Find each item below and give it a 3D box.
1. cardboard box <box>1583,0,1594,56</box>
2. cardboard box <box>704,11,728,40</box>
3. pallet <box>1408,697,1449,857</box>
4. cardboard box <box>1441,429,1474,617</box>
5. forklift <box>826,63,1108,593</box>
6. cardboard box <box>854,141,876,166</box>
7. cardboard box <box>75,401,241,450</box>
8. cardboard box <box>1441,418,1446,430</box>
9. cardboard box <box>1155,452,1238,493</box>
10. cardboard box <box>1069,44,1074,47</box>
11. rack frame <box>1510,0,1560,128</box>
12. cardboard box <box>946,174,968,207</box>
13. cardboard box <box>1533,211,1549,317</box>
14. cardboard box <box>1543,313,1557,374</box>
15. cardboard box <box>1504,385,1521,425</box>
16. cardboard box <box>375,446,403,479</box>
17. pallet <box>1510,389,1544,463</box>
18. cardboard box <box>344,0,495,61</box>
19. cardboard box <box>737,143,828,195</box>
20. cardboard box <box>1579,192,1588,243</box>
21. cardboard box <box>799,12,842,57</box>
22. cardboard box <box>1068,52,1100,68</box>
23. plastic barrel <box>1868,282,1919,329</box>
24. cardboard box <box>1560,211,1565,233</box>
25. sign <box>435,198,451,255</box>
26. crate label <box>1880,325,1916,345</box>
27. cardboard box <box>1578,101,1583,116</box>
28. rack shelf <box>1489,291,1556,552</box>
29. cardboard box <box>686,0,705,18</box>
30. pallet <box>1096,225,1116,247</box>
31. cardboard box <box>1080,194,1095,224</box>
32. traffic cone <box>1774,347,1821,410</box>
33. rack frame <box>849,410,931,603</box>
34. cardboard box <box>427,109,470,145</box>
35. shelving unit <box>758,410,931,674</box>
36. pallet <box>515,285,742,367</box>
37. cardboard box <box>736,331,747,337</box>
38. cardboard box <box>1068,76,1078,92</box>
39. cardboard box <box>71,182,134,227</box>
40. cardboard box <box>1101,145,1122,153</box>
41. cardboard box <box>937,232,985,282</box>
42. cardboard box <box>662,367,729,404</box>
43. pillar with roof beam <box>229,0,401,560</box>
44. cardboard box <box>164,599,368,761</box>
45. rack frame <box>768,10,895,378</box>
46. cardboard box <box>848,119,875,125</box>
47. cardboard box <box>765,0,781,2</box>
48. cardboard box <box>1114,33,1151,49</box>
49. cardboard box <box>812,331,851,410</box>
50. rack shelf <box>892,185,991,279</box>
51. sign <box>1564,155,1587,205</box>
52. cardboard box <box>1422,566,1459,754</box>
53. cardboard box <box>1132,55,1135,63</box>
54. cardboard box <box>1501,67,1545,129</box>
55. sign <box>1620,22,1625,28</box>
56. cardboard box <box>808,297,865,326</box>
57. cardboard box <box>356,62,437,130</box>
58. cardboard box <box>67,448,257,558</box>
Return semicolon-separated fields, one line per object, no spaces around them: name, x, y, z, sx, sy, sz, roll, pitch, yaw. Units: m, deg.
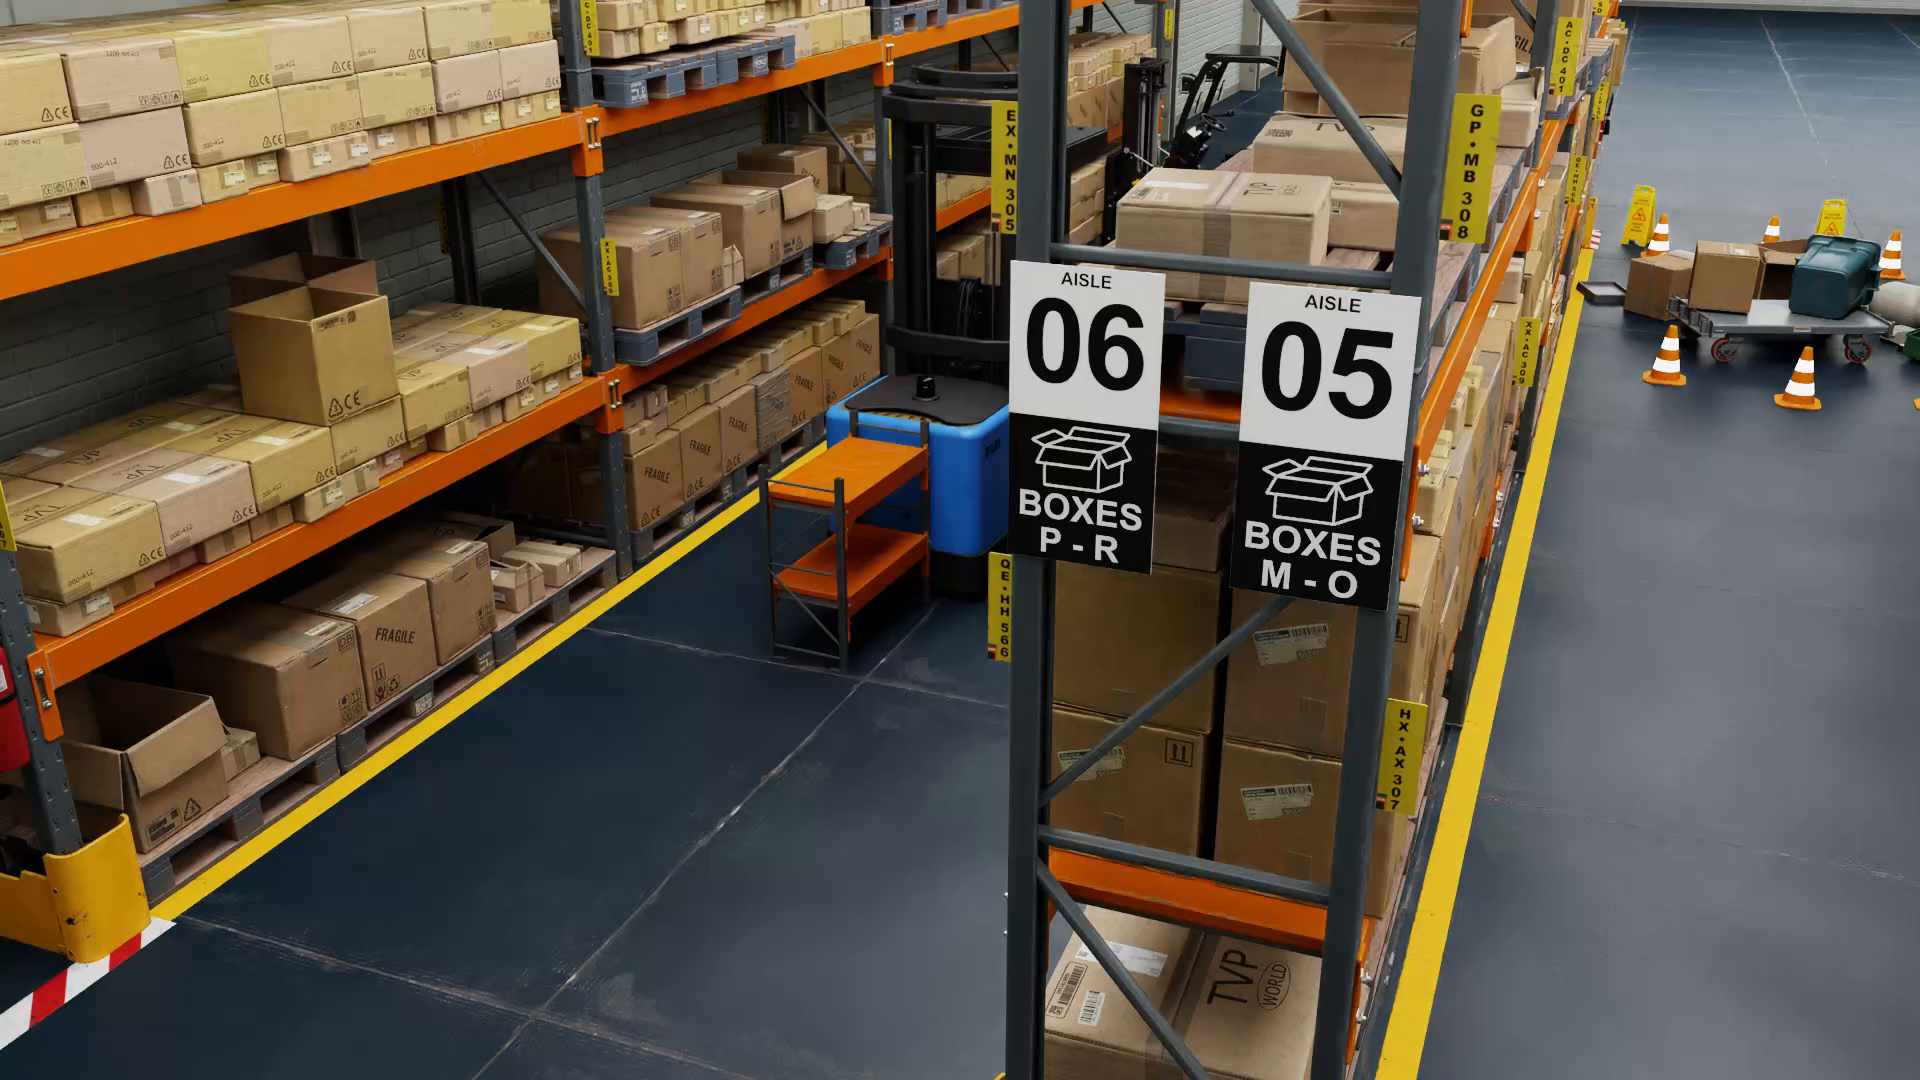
cardboard box;3.404;-3.189;9.927;0.700;0.500;0.500;8;24;17
cardboard box;-1.642;-3.149;10.156;0.380;0.149;0.250;8;24;19
pallet;1.755;1.032;8.005;1.003;0.211;1.213;9;24;20
cardboard box;1.436;-0.094;5.655;0.500;0.500;0.500;9;24;20
forklift;0.261;-1.572;10.711;1.130;2.935;3.031;10;25;23
cardboard box;-0.622;-3.073;13.245;0.380;0.149;0.250;10;24;22
cardboard box;-3.680;-0.425;7.684;0.500;0.250;0.500;10;25;22
cardboard box;1.377;-0.357;5.444;0.380;0.149;0.250;9;24;21
cardboard box;0.644;-0.142;4.930;0.380;0.149;0.250;9;24;21
cardboard box;1.051;-5.462;18.578;0.380;0.149;0.250;8;24;19
rack frame;2.110;-3.283;6.936;1.000;3.000;0.127;9;24;20
cardboard box;-0.246;-3.075;14.415;0.500;0.250;0.500;8;24;18
cardboard box;2.892;-1.504;9.032;0.500;0.500;0.500;8;24;19
cardboard box;4.369;-1.664;13.708;0.950;0.372;0.625;10;25;22
cardboard box;2.535;-0.794;8.305;0.500;0.250;0.500;8;24;19
cardboard box;-2.974;-0.409;8.163;0.380;0.149;0.250;9;24;20
pallet;3.887;-0.939;12.725;1.003;0.211;1.213;9;24;20
cardboard box;-2.644;-2.509;8.134;0.500;0.250;0.500;8;24;19
cardboard box;-1.350;-2.734;12.729;0.500;0.500;0.500;10;25;23
cardboard box;5.934;-3.200;16.569;0.500;0.500;0.500;10;25;23
cardboard box;-1.165;-3.572;11.714;0.500;0.250;0.500;9;24;20
cardboard box;1.270;-5.114;17.744;0.380;0.149;0.250;9;24;20
plastic barrel;8.712;-2.142;15.330;0.421;0.421;0.512;-12;25;-26
cardboard box;4.291;-2.397;12.379;0.380;0.149;0.250;9;24;20
sign;-3.017;-1.837;9.754;0.100;0.325;0.005;9;24;20
crate label;8.476;-1.853;15.009;0.298;0.136;0.250;-7;24;-17
cardboard box;4.796;-3.507;13.352;0.380;0.149;0.250;8;24;18
rack shelf;2.853;-0.899;9.944;1.077;0.370;4.000;9;24;20
cardboard box;-1.744;-3.200;9.894;0.380;0.149;0.250;8;24;19
pallet;1.258;-3.517;18.897;1.003;0.211;1.213;9;24;20
cardboard box;1.123;-3.553;17.737;0.500;0.250;0.500;9;24;20
traffic cone;6.742;-1.316;13.301;0.336;0.463;0.334;9;24;20
rack frame;-0.408;-0.193;9.752;0.500;1.125;0.032;10;25;23
cardboard box;-2.656;-2.053;8.206;0.380;0.149;0.250;9;24;20
shelving unit;-0.621;-0.015;9.326;0.538;1.125;1.048;10;25;23
pallet;-2.102;-1.406;10.474;1.003;0.211;1.213;9;24;20
cardboard box;-1.826;-1.578;12.493;0.380;0.149;0.250;8;24;18
cardboard box;1.000;-4.699;17.137;0.380;0.149;0.250;9;24;20
cardboard box;-3.467;-1.329;6.474;0.380;0.149;0.250;9;24;20
cardboard box;1.714;-4.330;18.950;0.500;0.250;0.500;9;24;21
cardboard box;-0.284;-2.451;15.263;0.875;0.625;0.625;8;24;18
cardboard box;-1.787;-1.042;11.210;0.380;0.149;0.250;9;24;20
pillar with roof beam;0.402;-3.256;6.871;9.100;9.000;0.400;9;24;20
cardboard box;-3.317;0.661;7.974;0.700;0.500;0.500;10;25;22
rack frame;-1.014;-2.656;13.217;1.000;3.000;0.127;9;24;20
cardboard box;-0.739;-3.521;14.315;0.380;0.149;0.250;9;24;20
cardboard box;-1.349;-3.662;11.026;0.380;0.149;0.250;9;24;20
cardboard box;2.020;-5.843;19.490;0.380;0.149;0.250;9;24;20
cardboard box;-1.167;-1.337;12.757;0.500;0.500;0.500;8;24;19
rack shelf;-0.271;-3.040;15.069;1.077;0.370;4.000;9;24;20
sign;4.112;-2.403;11.108;0.100;0.325;0.005;9;24;20
cardboard box;1.437;0.375;5.831;0.500;0.500;0.500;9;24;20
cardboard box;1.766;-5.433;18.894;0.380;0.149;0.250;9;24;20
cardboard box;2.170;-1.803;6.782;0.396;0.266;0.258;10;25;22
sign;7.075;-5.403;17.881;0.100;0.325;0.005;9;24;20
cardboard box;-0.962;-1.783;12.983;0.380;0.149;0.250;8;24;17
cardboard box;-2.831;-2.099;7.800;0.500;0.250;0.500;9;24;21
cardboard box;-3.380;-0.165;7.063;0.500;0.250;0.500;9;24;21
